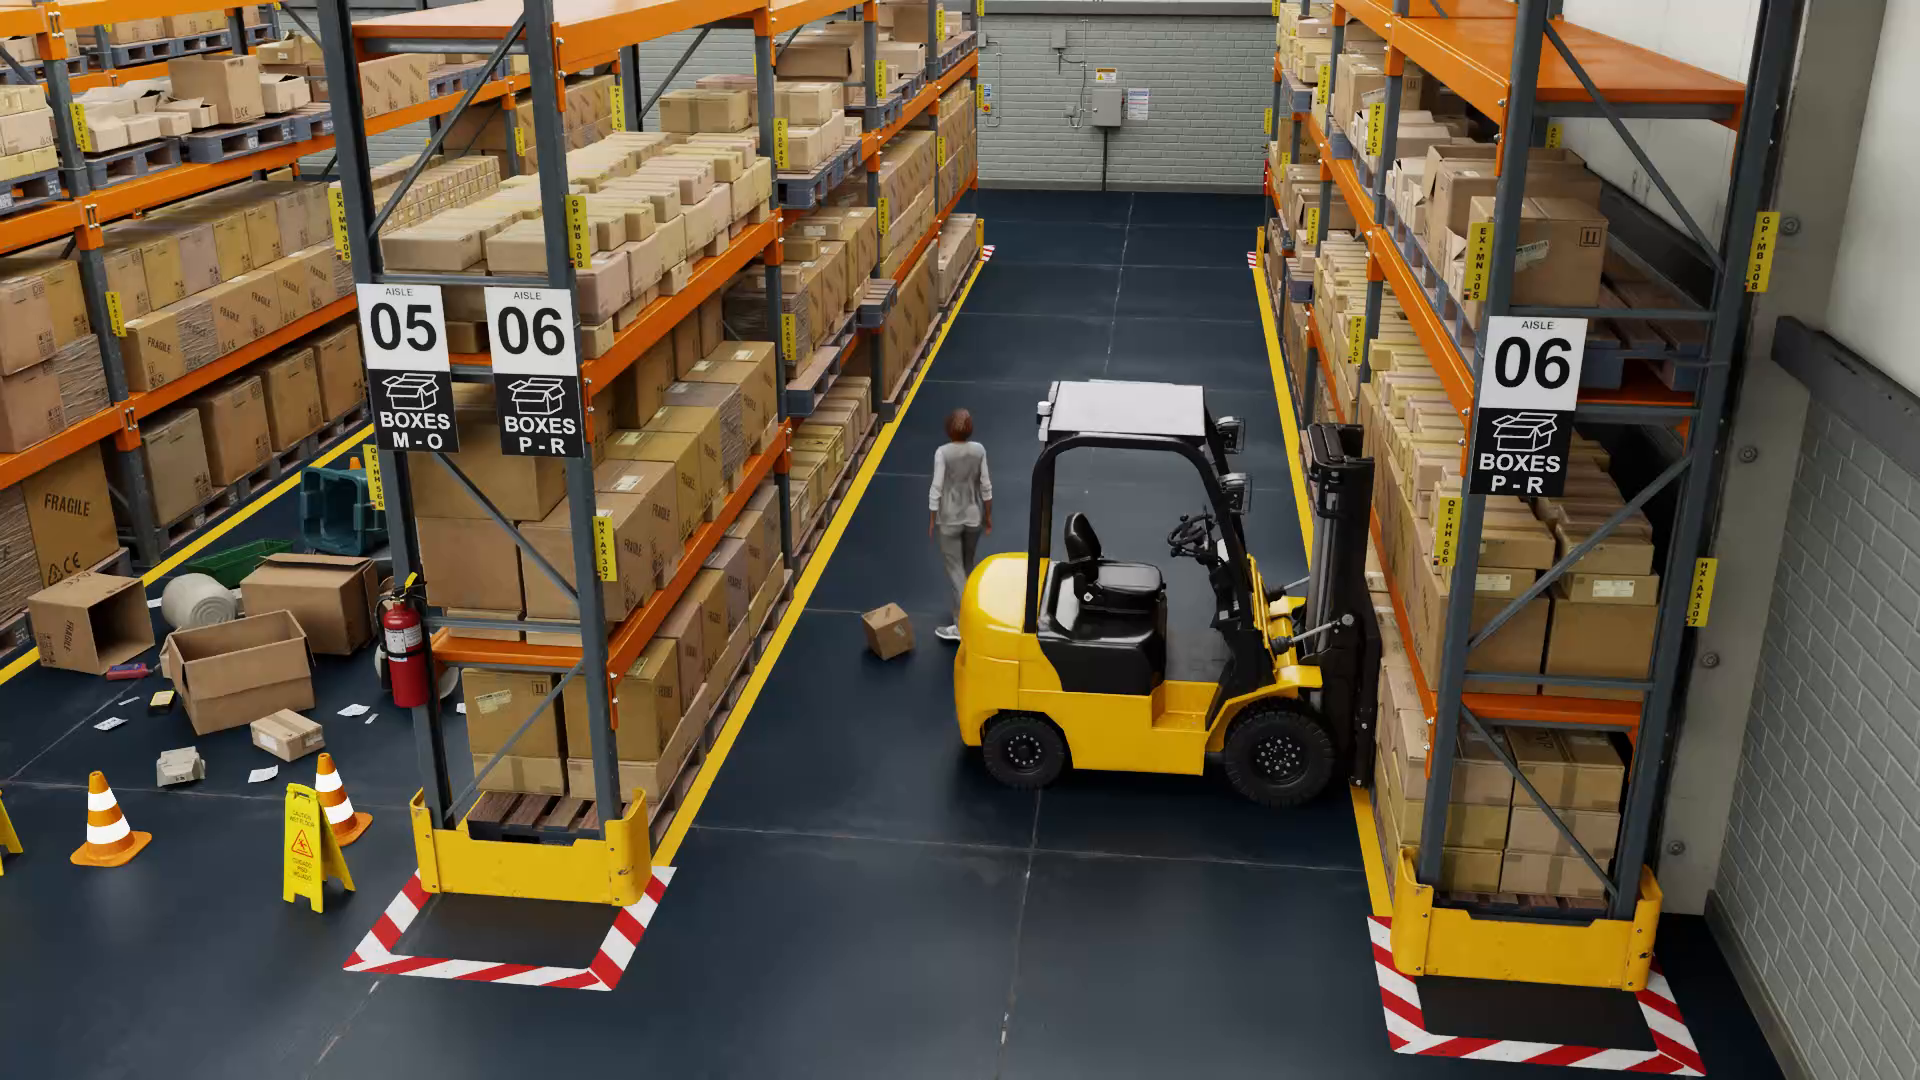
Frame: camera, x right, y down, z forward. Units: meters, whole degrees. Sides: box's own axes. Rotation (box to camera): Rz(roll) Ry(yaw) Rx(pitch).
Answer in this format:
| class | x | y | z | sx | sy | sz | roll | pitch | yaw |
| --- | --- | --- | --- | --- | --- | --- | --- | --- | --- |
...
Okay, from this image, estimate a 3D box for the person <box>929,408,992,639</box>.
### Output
| class | x | y | z | sx | sy | sz | roll | pitch | yaw |
| --- | --- | --- | --- | --- | --- | --- | --- | --- | --- |
| person | 0.000 | -0.123 | 11.402 | 0.475 | 1.583 | 0.561 | -11 | 24 | -25 |
